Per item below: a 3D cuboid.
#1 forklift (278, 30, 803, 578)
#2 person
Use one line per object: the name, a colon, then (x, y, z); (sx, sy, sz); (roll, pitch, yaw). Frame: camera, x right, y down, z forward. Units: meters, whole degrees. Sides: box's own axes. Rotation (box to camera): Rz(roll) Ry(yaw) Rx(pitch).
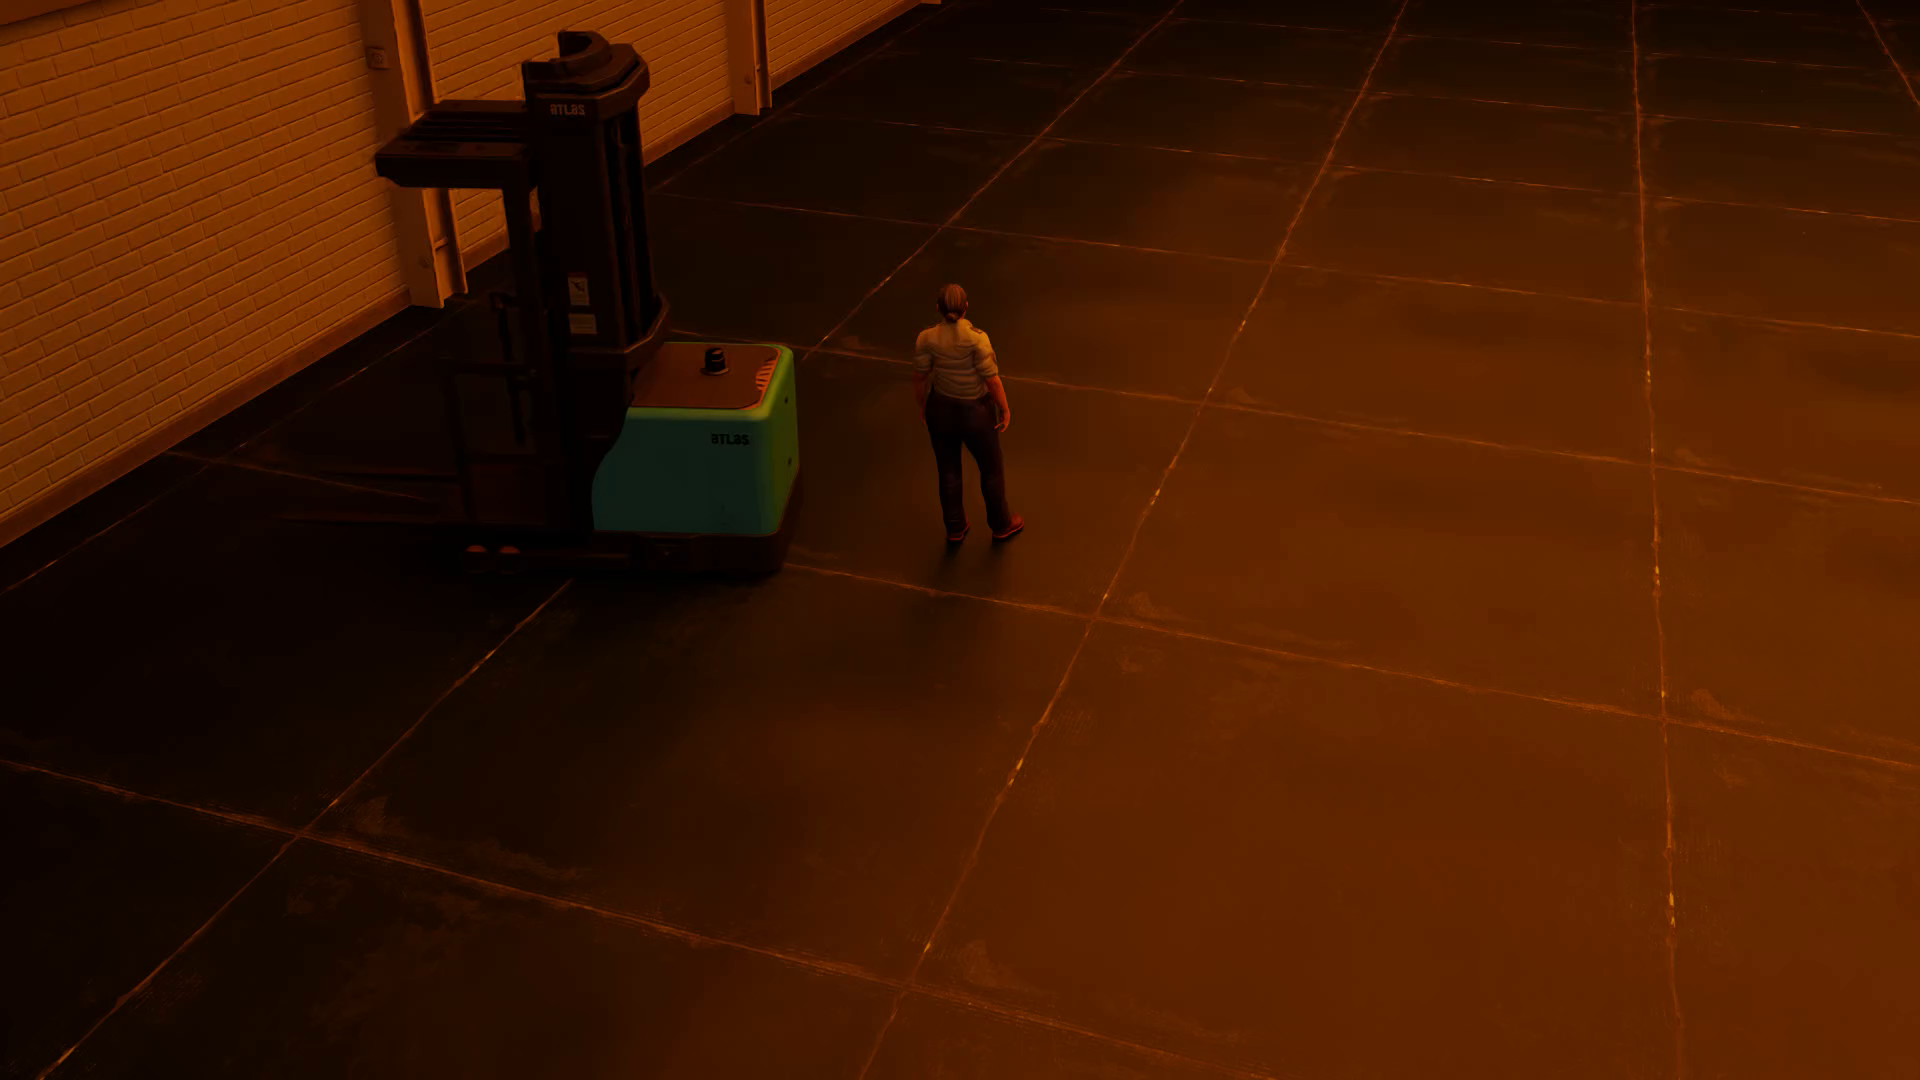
forklift: (-2.523, -1.327, 9.464); (3.031, 2.935, 1.130); (2, 30, 3)
person: (0.050, -0.761, 9.751); (0.599, 1.650, 0.503); (10, 31, 16)
